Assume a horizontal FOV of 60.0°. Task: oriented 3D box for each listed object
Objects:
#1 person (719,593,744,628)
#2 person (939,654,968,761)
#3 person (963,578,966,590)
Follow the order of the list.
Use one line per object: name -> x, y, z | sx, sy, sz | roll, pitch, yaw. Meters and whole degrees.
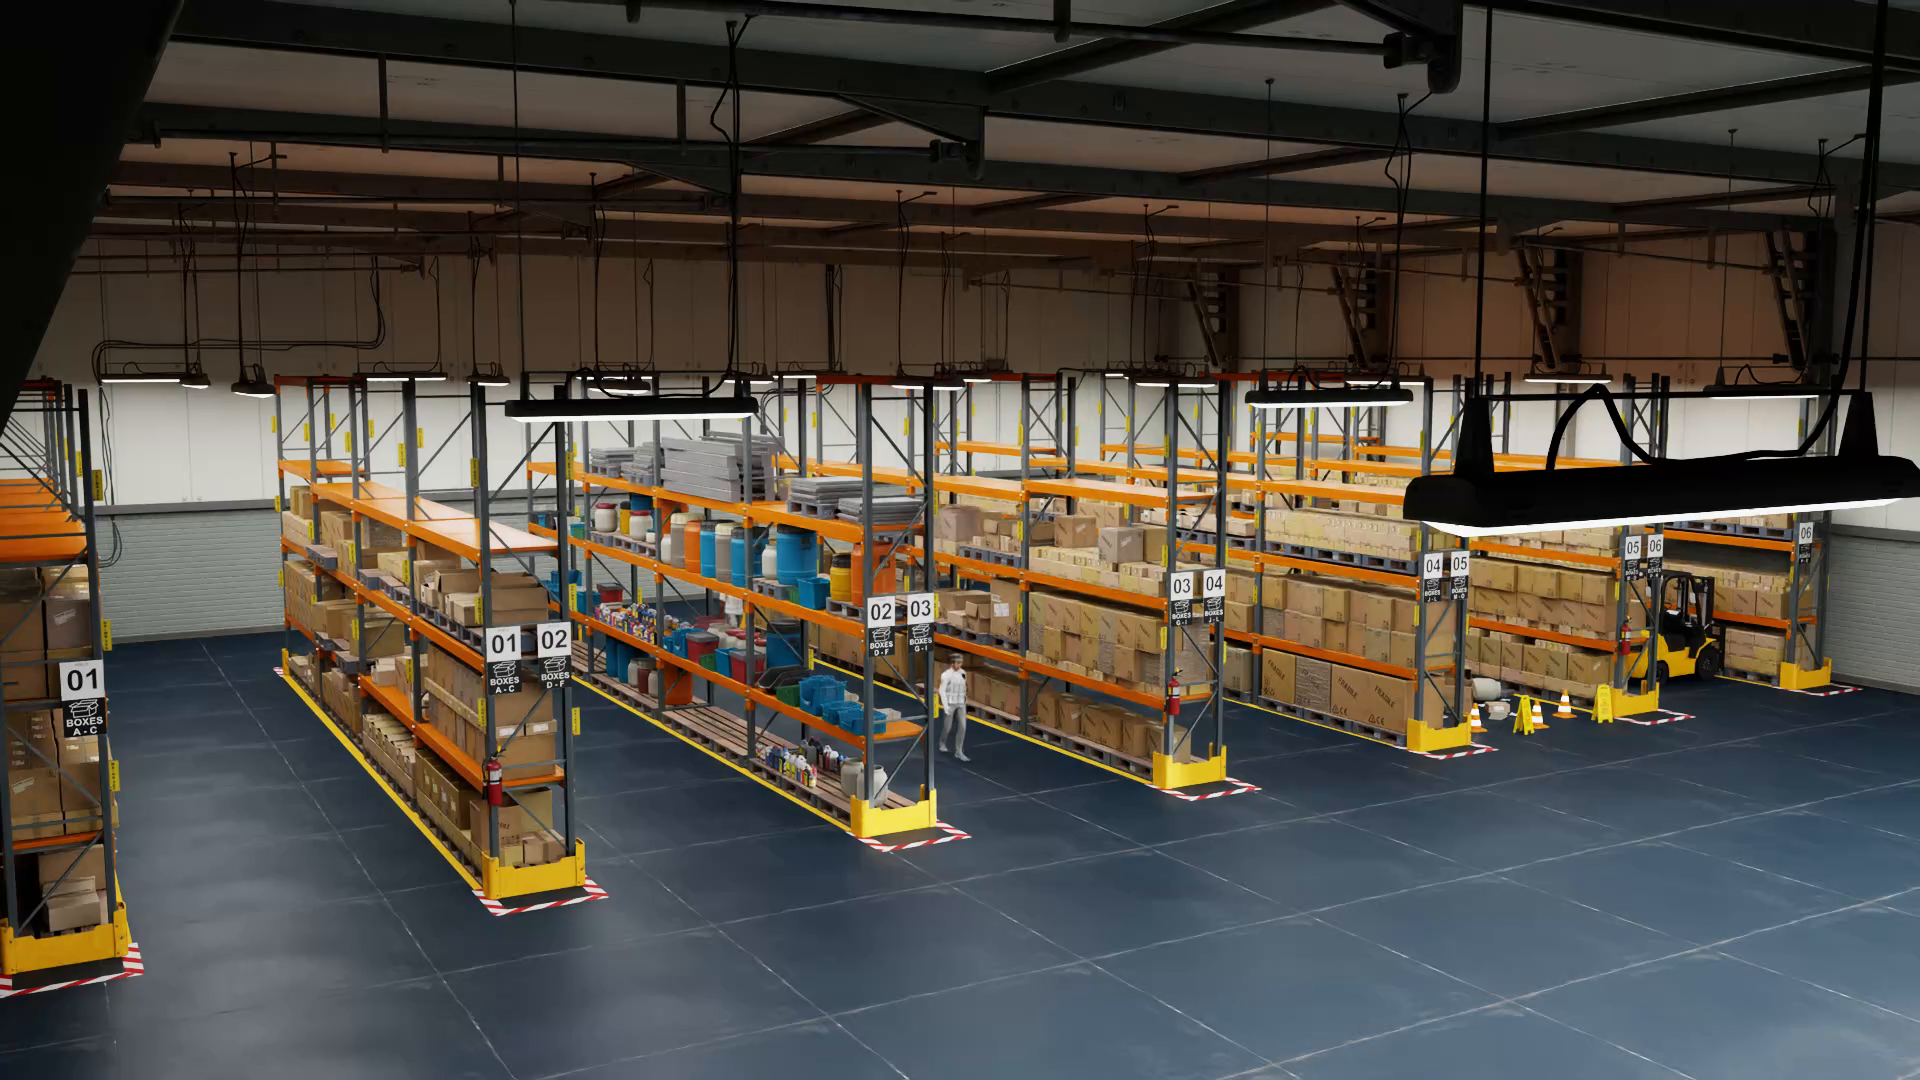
person -> -4.818, 1.558, 35.748 | 0.616, 1.710, 1.081 | -4, 7, -33
person -> -0.076, 2.635, 26.464 | 0.563, 1.666, 0.730 | -4, 7, -33
person -> 0.192, 0.459, 45.574 | 0.560, 1.764, 0.836 | 2, 7, 21
